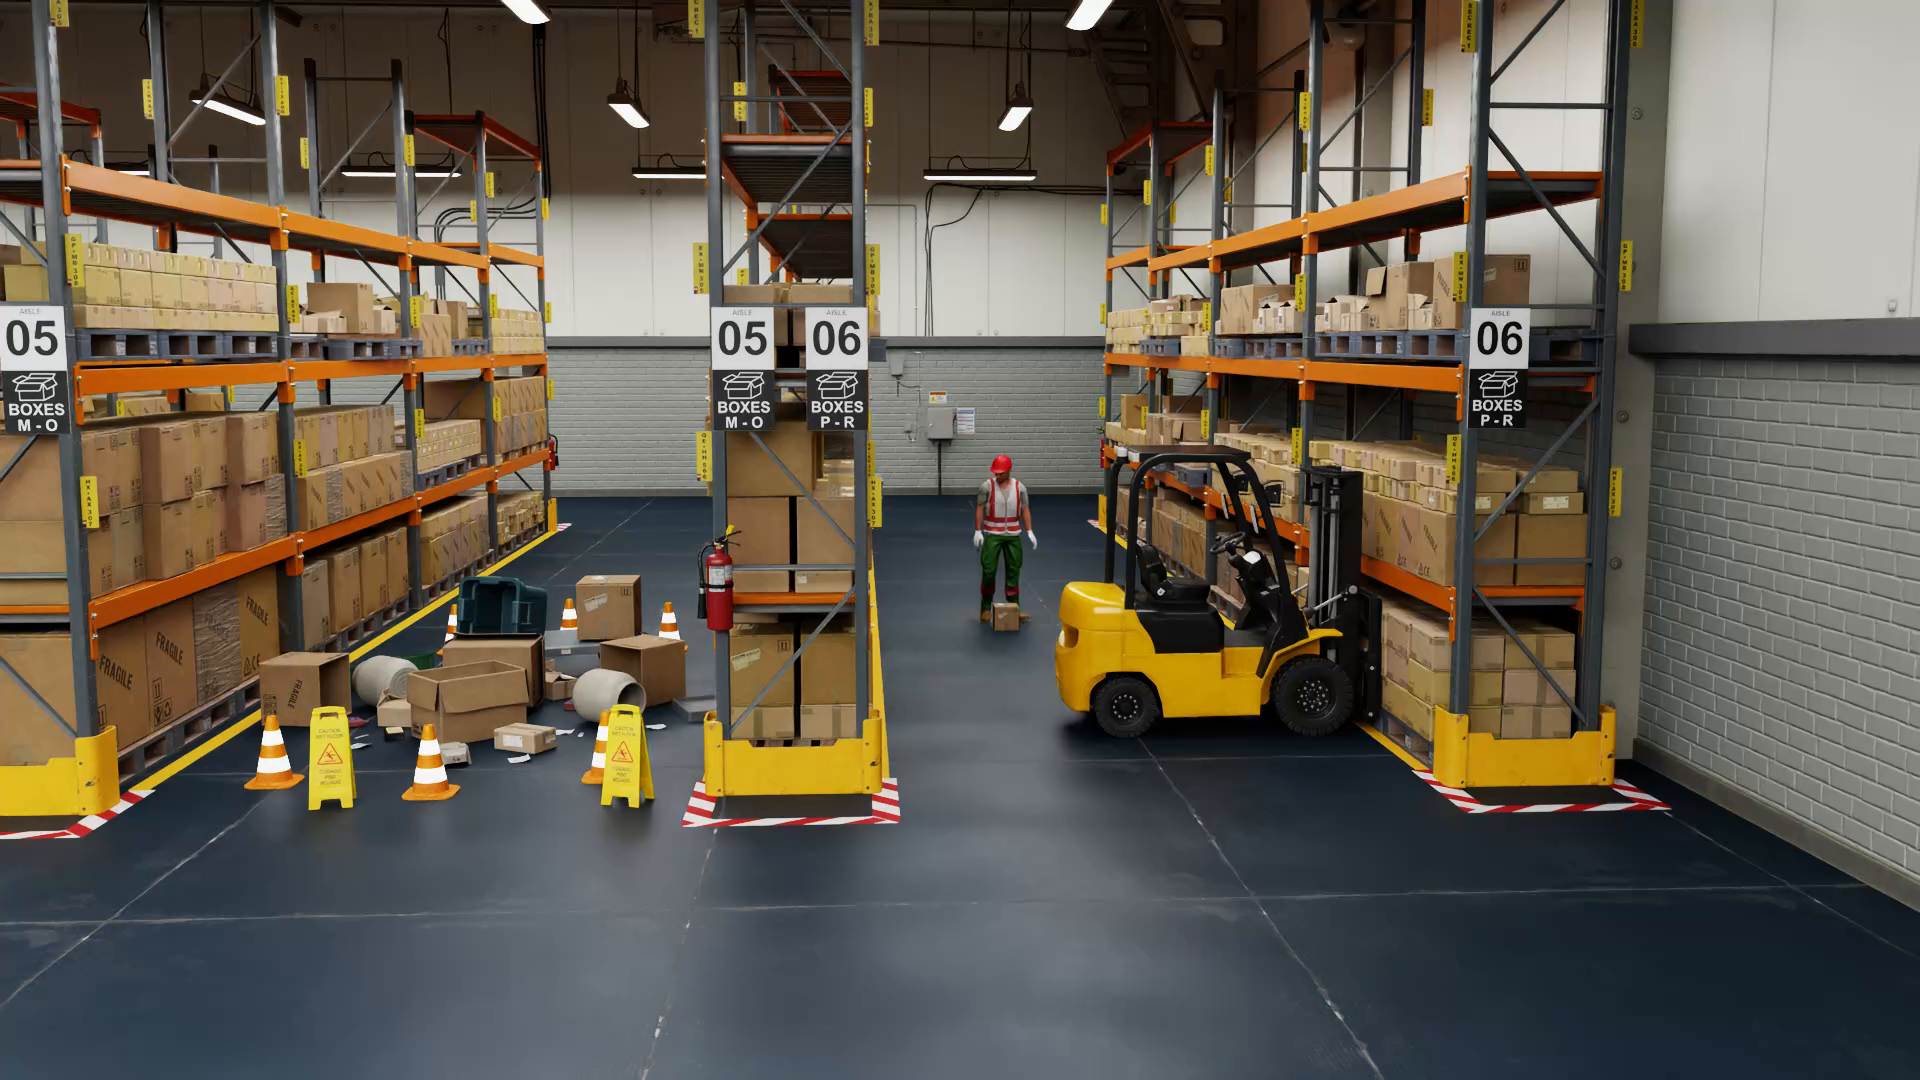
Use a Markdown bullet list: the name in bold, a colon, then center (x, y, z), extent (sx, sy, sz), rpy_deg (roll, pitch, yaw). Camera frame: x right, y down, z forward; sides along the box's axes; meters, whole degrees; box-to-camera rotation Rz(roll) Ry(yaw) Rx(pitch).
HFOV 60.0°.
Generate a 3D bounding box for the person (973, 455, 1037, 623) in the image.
- **person**: center (0.485, -0.022, 17.755), extent (0.659, 1.790, 0.389), rpy_deg (-2, 7, -15)
